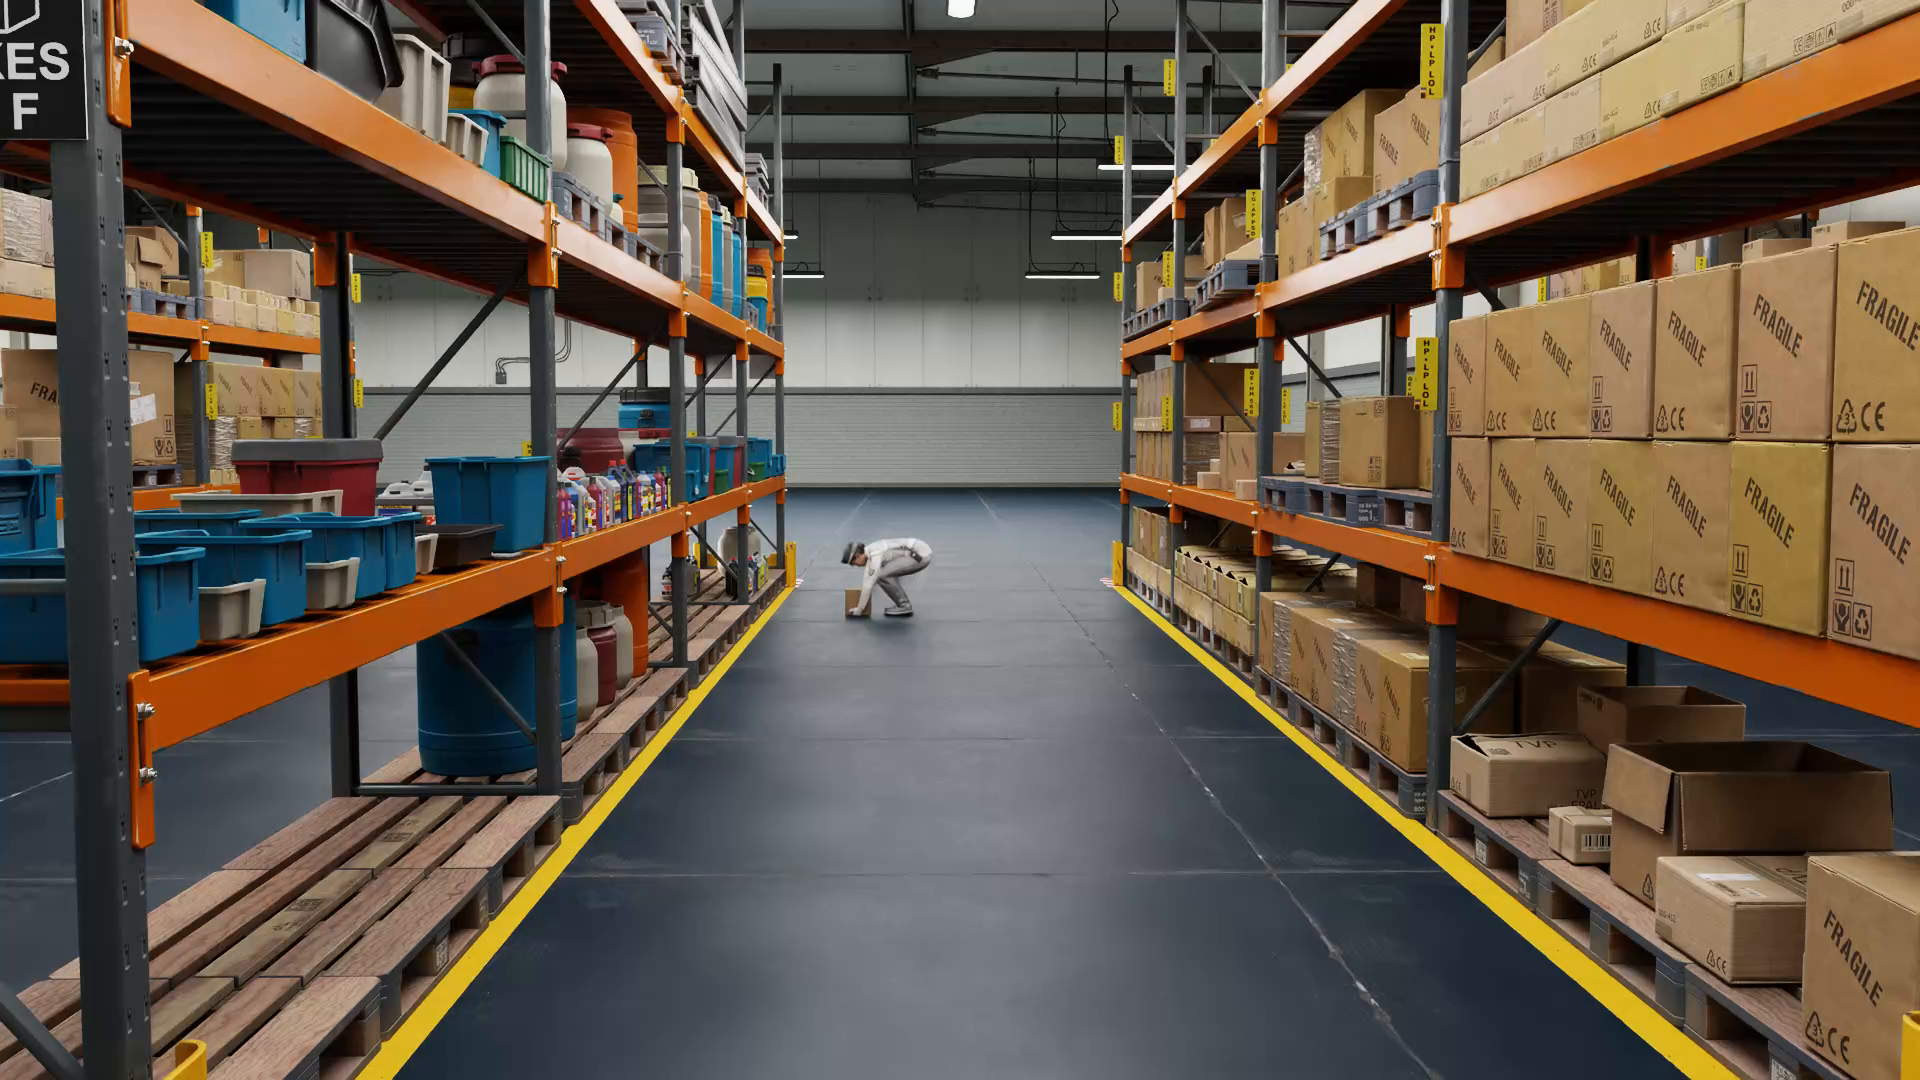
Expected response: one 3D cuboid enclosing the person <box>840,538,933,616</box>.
[{"bbox_3d":[-0.725,0.364,16.444,0.912,0.774,0.441,0,4,-3],"label":"person"}]
